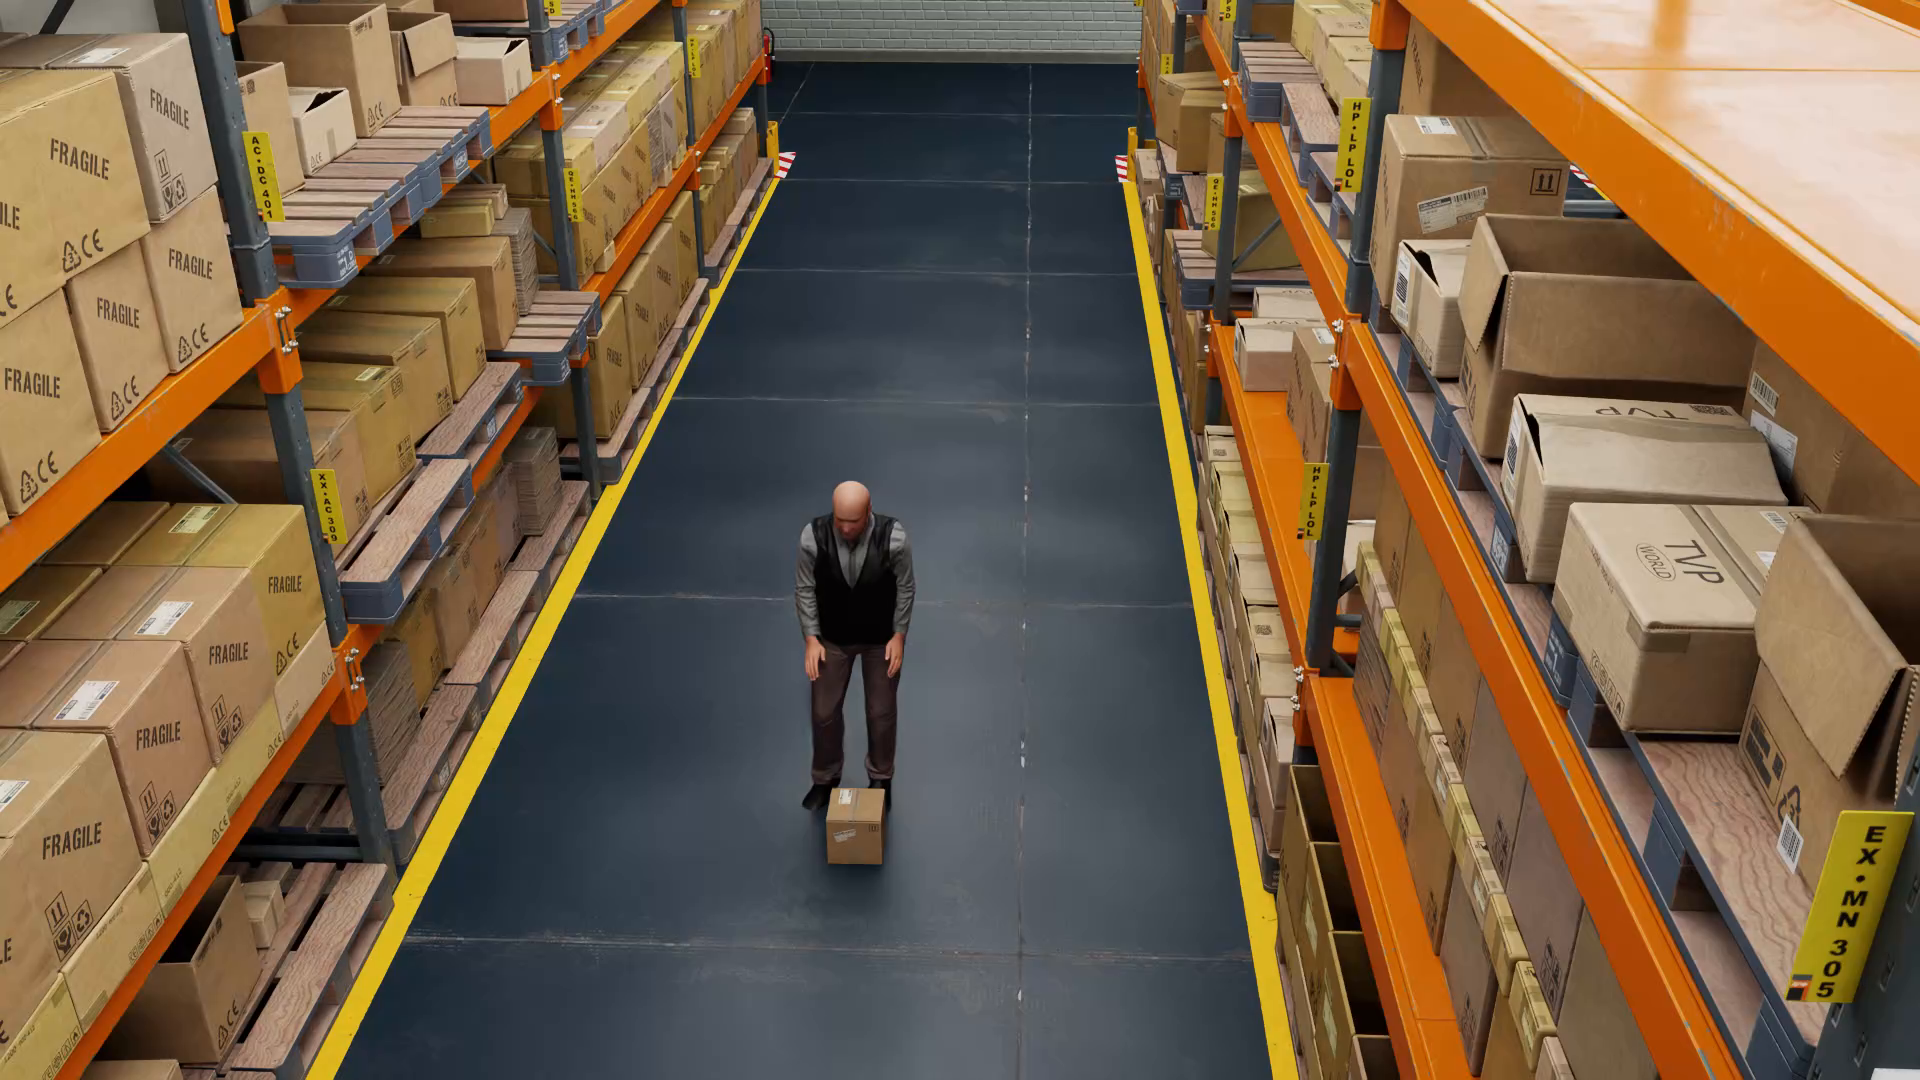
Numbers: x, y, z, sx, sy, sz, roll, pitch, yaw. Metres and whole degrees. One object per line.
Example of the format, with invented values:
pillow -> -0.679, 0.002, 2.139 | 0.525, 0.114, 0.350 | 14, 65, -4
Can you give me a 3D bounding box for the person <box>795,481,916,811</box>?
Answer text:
person -> -0.488, 0.517, 7.717 | 0.569, 1.782, 0.526 | 1, 28, 1
